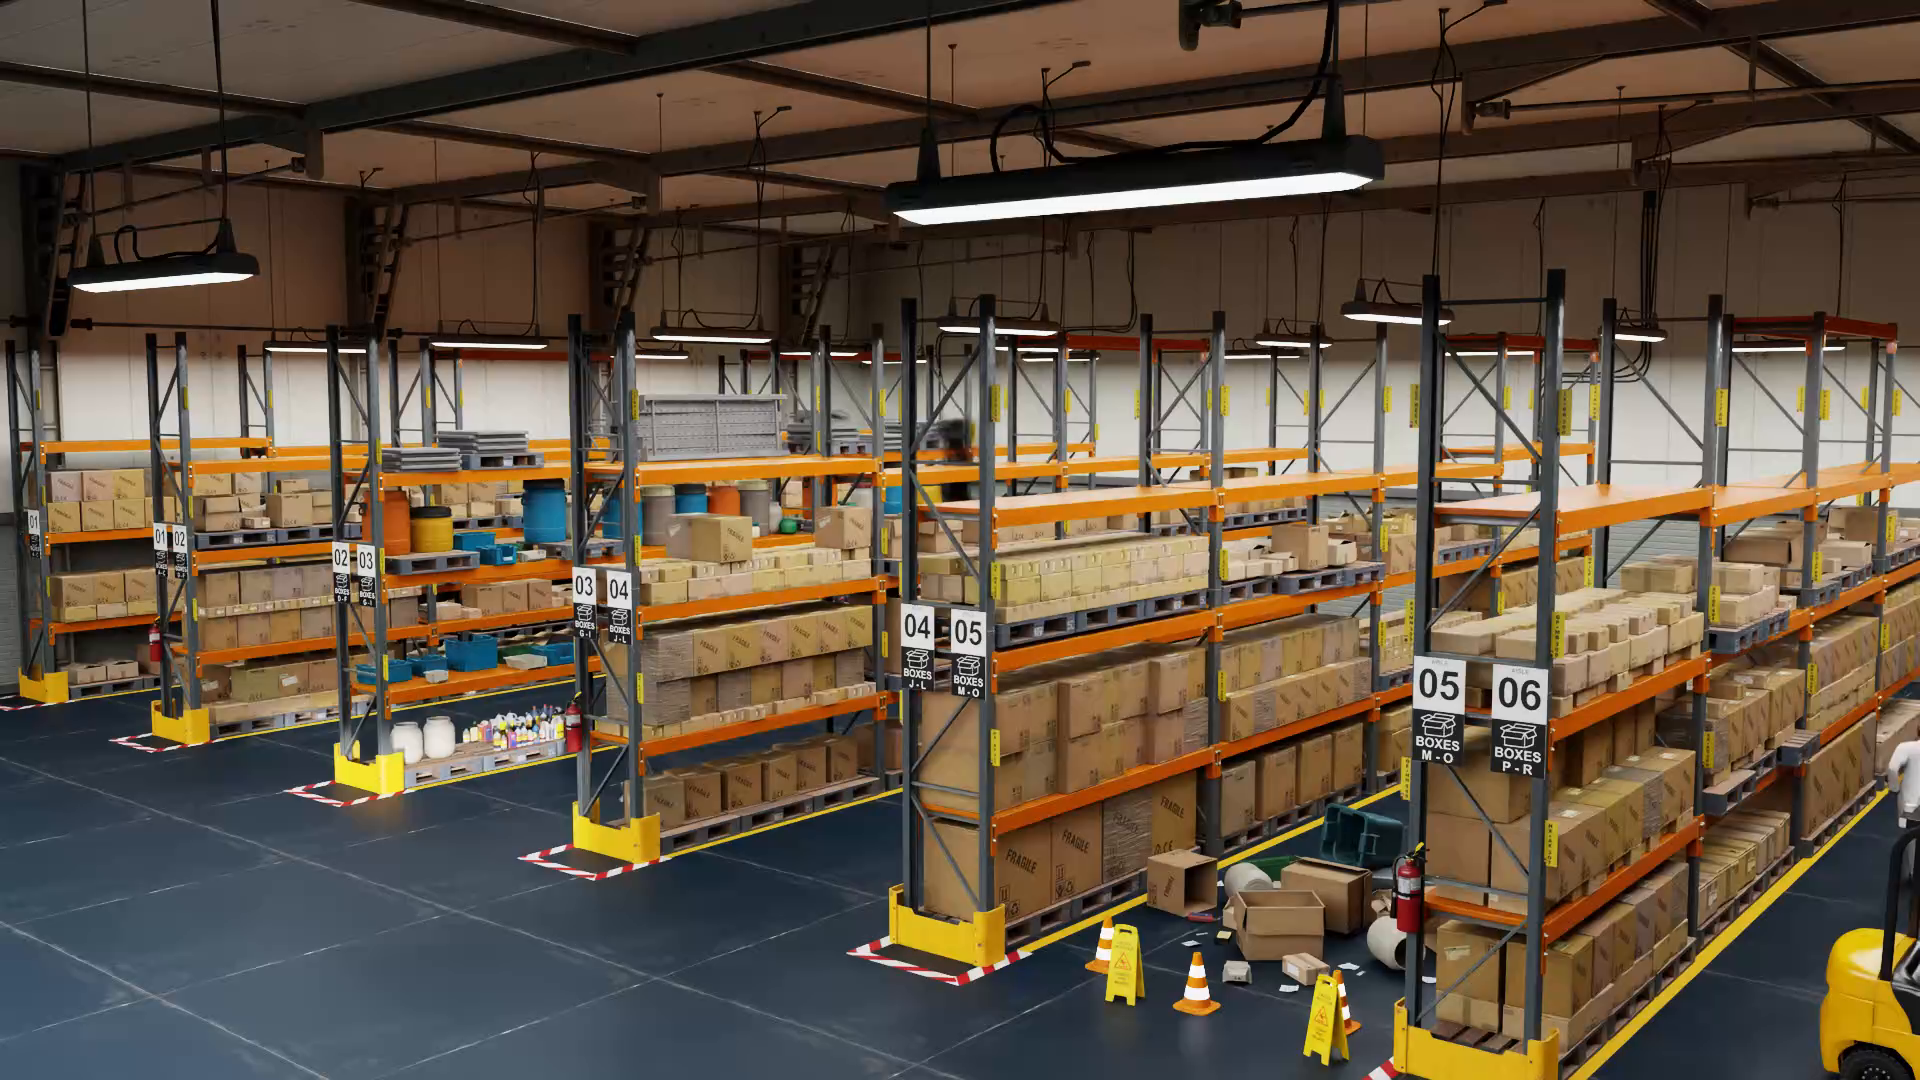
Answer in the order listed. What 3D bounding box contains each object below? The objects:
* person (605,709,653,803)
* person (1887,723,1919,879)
[{"bbox_3d":[-4.171,2.427,21.249,0.611,1.674,0.950,2,5,20],"label":"person"},{"bbox_3d":[10.036,2.752,17.300,0.707,1.733,0.861,3,6,30],"label":"person"}]
